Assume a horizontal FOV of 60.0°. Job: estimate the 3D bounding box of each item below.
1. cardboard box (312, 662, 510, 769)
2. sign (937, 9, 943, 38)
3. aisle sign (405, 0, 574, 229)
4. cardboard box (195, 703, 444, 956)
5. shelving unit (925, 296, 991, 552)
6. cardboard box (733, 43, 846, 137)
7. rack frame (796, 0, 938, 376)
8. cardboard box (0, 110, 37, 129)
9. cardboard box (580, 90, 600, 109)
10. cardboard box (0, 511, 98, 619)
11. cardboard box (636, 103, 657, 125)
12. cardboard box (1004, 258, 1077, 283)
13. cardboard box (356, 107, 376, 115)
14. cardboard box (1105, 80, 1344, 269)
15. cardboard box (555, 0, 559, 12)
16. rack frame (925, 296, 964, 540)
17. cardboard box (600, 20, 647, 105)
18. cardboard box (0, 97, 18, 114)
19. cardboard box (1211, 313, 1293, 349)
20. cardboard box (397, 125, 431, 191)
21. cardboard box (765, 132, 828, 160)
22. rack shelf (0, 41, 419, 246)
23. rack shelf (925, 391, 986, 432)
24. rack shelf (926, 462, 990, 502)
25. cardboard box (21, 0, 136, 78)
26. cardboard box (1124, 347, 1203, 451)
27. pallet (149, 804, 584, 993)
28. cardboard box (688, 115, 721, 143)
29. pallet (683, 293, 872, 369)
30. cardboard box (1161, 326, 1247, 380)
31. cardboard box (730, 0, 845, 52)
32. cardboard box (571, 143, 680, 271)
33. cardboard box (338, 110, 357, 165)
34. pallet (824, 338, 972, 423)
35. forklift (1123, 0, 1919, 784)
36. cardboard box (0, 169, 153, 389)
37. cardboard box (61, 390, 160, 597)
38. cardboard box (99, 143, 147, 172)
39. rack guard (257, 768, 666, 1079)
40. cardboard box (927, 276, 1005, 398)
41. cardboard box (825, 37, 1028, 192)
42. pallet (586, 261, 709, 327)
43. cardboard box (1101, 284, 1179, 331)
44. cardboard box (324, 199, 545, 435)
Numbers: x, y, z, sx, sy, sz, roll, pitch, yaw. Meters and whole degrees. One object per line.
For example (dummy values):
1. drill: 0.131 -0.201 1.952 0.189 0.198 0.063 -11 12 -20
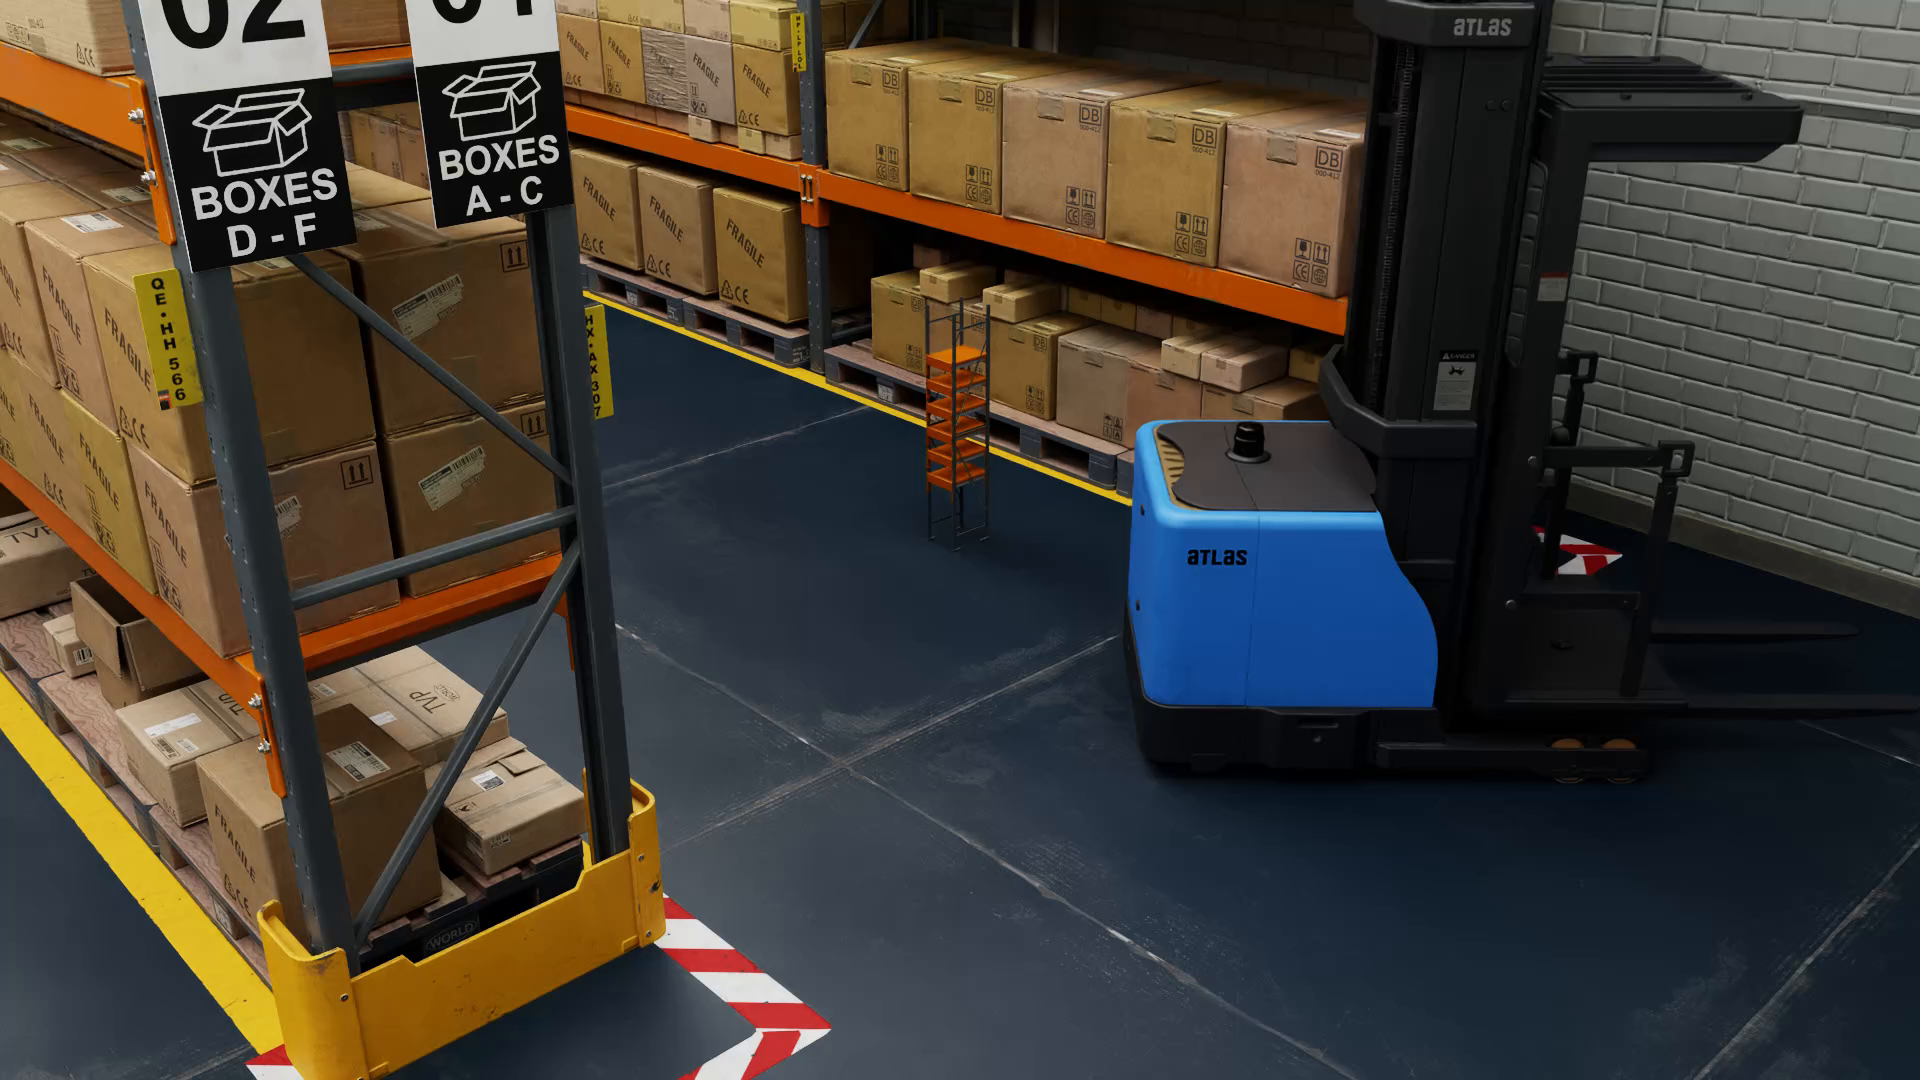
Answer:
1. cardboard box: -1.934 0.707 5.869 0.500 0.250 0.500 -21 32 -38
2. sign: -0.144 -3.153 10.409 0.100 0.325 0.005 -21 32 -38
3. aisle sign: -1.167 -1.192 4.117 0.394 0.787 0.004 -21 32 -38
4. cardboard box: -1.979 0.895 5.155 0.500 0.500 0.500 -21 32 -38
5. shelving unit: -0.010 -0.550 8.011 0.258 1.200 0.189 -21 32 -38
6. cardboard box: -1.048 -2.823 10.322 0.500 0.500 0.500 -22 32 -39
7. rack frame: -0.548 -2.565 10.259 1.000 3.000 0.127 -21 32 -38
8. cardboard box: -3.692 -1.280 6.118 0.500 0.500 0.500 -22 33 -40
9. cardboard box: -2.495 -3.206 11.942 0.380 0.149 0.250 -20 31 -37
10. cardboard box: -4.033 0.053 7.230 0.500 0.311 0.500 -21 32 -38
11. cardboard box: -1.995 -2.963 11.410 0.380 0.149 0.250 -20 31 -37
12. cardboard box: 0.476 -1.520 9.692 0.380 0.149 0.250 -23 33 -40
13. cardboard box: -5.197 -4.042 15.075 0.500 0.250 0.500 -22 33 -39
14. cardboard box: 1.324 -1.859 8.349 0.980 0.700 0.700 -22 32 -39
15. cardboard box: -2.792 -3.935 11.855 0.500 0.250 0.500 -22 32 -39
16. rack frame: -0.072 -0.578 8.071 0.240 1.200 0.006 -21 32 -38
17. cardboard box: -2.086 -3.280 11.322 0.500 0.500 0.500 -20 31 -37
18. cardboard box: -3.627 -1.579 6.773 0.500 0.500 0.500 -21 32 -38
19. cardboard box: 1.519 -1.058 8.679 0.380 0.149 0.250 -21 32 -38
20. cardboard box: -4.440 -3.375 14.515 0.700 0.500 0.500 -21 32 -39
21. cardboard box: -0.986 -2.482 10.355 0.380 0.149 0.250 -21 32 -38
22. rack shelf: -2.795 -1.590 5.375 1.077 0.370 4.000 -21 32 -38
23. rack shelf: -0.010 -0.619 7.979 0.258 0.103 0.180 -21 32 -38
24. rack shelf: -0.010 -0.291 8.129 0.258 0.103 0.180 -21 32 -38
25. cardboard box: -1.971 -1.324 4.105 0.500 0.250 0.500 -21 32 -38
26. cardboard box: 1.292 -0.742 8.769 0.700 0.500 0.500 -21 32 -39
27. pallet: -2.025 1.058 5.678 1.003 0.211 1.213 -21 32 -38
28. cardboard box: -1.543 -2.707 10.847 0.380 0.149 0.250 -21 32 -38
29. pallet: -1.131 -1.509 11.303 1.003 0.211 1.213 -21 32 -38
30. cardboard box: 1.238 -0.950 8.444 0.380 0.149 0.250 -20 31 -37
31. cardboard box: -1.054 -3.165 10.168 0.500 0.250 0.500 -20 31 -37
32. cardboard box: -2.281 -2.463 12.119 0.750 0.750 0.750 -21 32 -39
33. cardboard box: -5.501 -3.834 15.521 0.700 0.500 0.500 -20 31 -37
34. pallet: -0.086 -1.044 10.284 1.003 0.211 1.213 -21 32 -38
35. forklift: 2.205 -0.640 6.122 3.031 2.935 1.130 0 25 1
36. cardboard box: -2.636 -0.813 5.092 0.500 0.500 0.500 -20 31 -37
37. cardboard box: -2.290 -0.207 4.969 0.500 0.500 0.500 -21 32 -38
38. cardboard box: -2.588 -1.119 5.765 0.500 0.500 0.500 -22 32 -39
39. rack guard: -1.480 1.167 5.089 1.175 0.500 0.348 -21 32 -38
40. cardboard box: 0.229 -1.210 9.795 0.700 0.500 0.500 -22 32 -39
41. cardboard box: -0.189 -2.533 9.826 0.980 0.700 0.700 -21 32 -38
42. pallet: -1.969 -1.879 12.114 1.003 0.211 1.213 -21 32 -38
43. cardboard box: 0.998 -1.288 9.184 0.380 0.149 0.250 -21 32 -38
44. cardboard box: -1.539 -0.657 4.750 0.500 0.500 0.500 -20 31 -37
